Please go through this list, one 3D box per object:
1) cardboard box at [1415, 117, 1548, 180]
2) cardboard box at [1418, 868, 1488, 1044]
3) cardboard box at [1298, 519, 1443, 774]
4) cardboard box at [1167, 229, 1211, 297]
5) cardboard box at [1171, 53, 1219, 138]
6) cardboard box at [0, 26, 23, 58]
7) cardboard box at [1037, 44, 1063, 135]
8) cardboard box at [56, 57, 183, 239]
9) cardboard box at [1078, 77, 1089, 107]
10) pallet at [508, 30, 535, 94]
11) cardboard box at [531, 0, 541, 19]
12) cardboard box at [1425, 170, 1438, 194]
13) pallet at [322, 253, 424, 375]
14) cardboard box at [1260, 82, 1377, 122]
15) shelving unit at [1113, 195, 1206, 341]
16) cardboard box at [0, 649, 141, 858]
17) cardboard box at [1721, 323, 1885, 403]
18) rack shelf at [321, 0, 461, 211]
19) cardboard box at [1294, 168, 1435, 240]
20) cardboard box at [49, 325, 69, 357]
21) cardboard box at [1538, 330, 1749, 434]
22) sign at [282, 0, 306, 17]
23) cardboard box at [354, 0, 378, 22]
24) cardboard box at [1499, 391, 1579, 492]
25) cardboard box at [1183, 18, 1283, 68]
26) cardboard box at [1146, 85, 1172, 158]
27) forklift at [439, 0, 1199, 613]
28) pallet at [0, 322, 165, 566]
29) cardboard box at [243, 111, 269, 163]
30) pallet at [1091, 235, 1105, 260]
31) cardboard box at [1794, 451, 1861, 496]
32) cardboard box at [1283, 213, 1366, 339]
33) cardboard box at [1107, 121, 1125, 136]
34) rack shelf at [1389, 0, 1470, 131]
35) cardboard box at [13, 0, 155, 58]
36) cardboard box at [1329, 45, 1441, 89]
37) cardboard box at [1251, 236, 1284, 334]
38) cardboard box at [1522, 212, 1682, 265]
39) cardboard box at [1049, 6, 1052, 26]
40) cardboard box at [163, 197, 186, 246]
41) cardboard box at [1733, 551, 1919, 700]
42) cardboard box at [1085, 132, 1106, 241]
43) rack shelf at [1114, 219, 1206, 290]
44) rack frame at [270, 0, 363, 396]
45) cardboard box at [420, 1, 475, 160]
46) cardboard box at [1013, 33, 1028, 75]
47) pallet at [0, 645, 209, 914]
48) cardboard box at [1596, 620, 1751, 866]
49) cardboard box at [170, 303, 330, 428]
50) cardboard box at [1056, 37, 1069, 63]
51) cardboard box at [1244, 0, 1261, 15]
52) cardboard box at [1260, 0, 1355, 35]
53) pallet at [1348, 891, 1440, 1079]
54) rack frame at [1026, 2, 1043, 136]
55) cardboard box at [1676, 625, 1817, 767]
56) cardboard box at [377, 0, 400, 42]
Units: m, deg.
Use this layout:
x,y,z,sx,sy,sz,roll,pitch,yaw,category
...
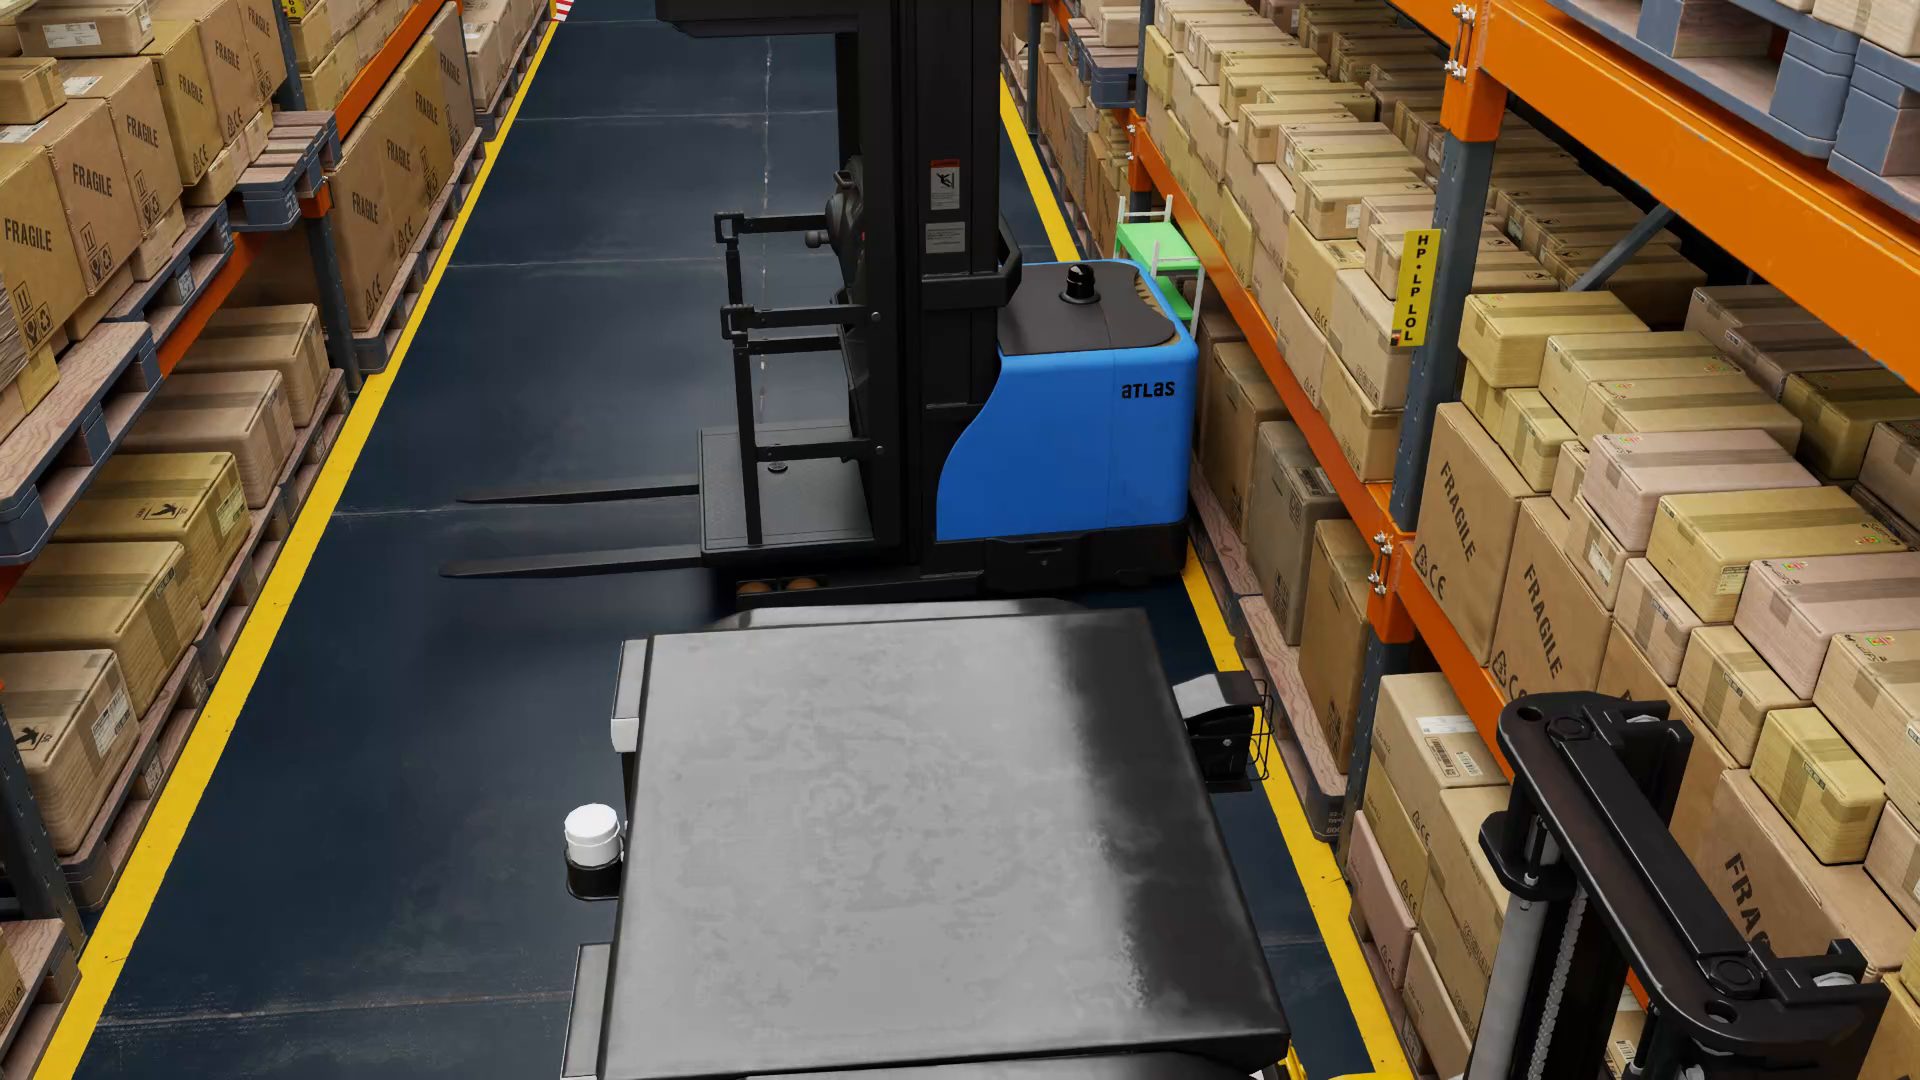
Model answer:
x,y,z,sx,sy,sz,roll,pitch,yaw,category
1.855,-1.394,5.929,0.380,0.149,0.250,-3,31,-5,cardboard box
1.528,1.075,4.310,0.500,0.250,0.500,-3,31,-5,cardboard box
1.681,0.344,5.655,0.875,0.625,0.625,-1,31,-2,cardboard box
1.412,-1.113,8.095,0.875,0.625,0.625,-2,31,-3,cardboard box
1.211,-1.928,7.212,0.500,0.250,0.500,-2,31,-3,cardboard box
-3.651,-1.606,6.216,0.500,0.500,0.500,-2,31,-4,cardboard box
0.815,-3.163,11.649,0.500,0.500,0.500,-1,31,-2,cardboard box
-3.098,-1.364,5.812,0.500,0.500,0.500,-4,31,-7,cardboard box
0.946,-2.840,10.475,0.380,0.149,0.250,-2,31,-3,cardboard box
-4.058,-3.893,13.562,1.003,0.211,1.213,-3,31,-5,pallet
-4.161,-4.865,14.558,0.875,0.438,0.875,-4,31,-6,cardboard box
1.875,-1.171,5.944,0.500,0.250,0.500,-3,31,-6,cardboard box
-3.573,-1.241,9.122,1.003,0.211,1.213,-3,31,-5,pallet
1.355,-1.630,6.323,0.380,0.149,0.250,-3,31,-5,cardboard box
0.848,-0.892,7.515,0.258,1.200,0.503,-4,34,-12,shelving unit
-3.252,0.690,5.322,0.950,0.372,0.625,-2,31,-4,cardboard box
2.054,-0.400,3.974,0.380,0.149,0.250,-4,31,-6,cardboard box
-3.761,-2.744,9.621,1.077,0.370,4.000,-3,31,-5,rack shelf
1.319,-1.101,5.438,0.380,0.149,0.250,-4,31,-6,cardboard box
-3.055,-0.629,5.213,0.380,0.149,0.250,-1,31,-1,cardboard box
1.607,-0.373,3.930,0.380,0.149,0.250,-2,31,-4,cardboard box
-3.035,-2.526,7.502,0.100,0.325,0.005,-3,31,-5,sign
-3.457,-2.972,8.959,0.500,0.250,0.500,-3,31,-5,cardboard box
1.534,-0.243,4.002,0.380,0.149,0.250,-2,31,-3,cardboard box
1.179,-2.150,7.194,0.380,0.149,0.250,-2,31,-3,cardboard box
1.165,-1.969,7.768,0.500,0.250,0.500,-3,31,-4,cardboard box
-0.616,-1.211,6.419,3.031,2.935,1.130,-4,31,-7,forklift
-3.127,-0.305,5.022,1.003,0.211,1.213,-3,31,-5,pallet
-3.144,-1.688,6.987,0.380,0.149,0.250,-3,31,-5,cardboard box
1.335,-1.458,9.484,1.003,0.211,1.213,-3,31,-5,pallet
2.101,-0.138,3.825,0.380,0.149,0.250,-2,31,-3,cardboard box
1.385,-0.881,5.458,0.500,0.250,0.500,-4,31,-6,cardboard box
1.052,-2.309,9.586,0.380,0.149,0.250,-2,31,-3,cardboard box
1.554,-2.230,5.834,1.077,0.370,4.000,-3,31,-5,rack shelf
-3.141,-1.840,5.975,0.380,0.149,0.250,-4,31,-7,cardboard box
1.738,-1.914,6.800,0.380,0.149,0.250,-3,31,-5,cardboard box
1.365,-0.921,6.014,0.500,0.250,0.500,-3,31,-4,cardboard box
1.949,-0.880,5.068,0.380,0.149,0.250,-4,31,-6,cardboard box
0.822,-3.634,11.515,0.380,0.149,0.250,-3,31,-5,cardboard box
-3.086,-1.161,6.104,0.380,0.149,0.250,-4,31,-6,cardboard box
1.675,0.152,3.050,0.380,0.149,0.250,-3,31,-5,cardboard box
1.026,-2.108,9.881,0.500,0.500,0.500,-1,31,-2,cardboard box
0.871,-1.238,7.286,0.258,0.148,0.480,-4,34,-12,rack shelf
-3.574,-2.032,7.727,1.000,3.000,0.127,-3,31,-5,rack frame
-3.811,-3.030,11.059,0.875,0.875,0.875,-2,31,-3,cardboard box
0.616,-3.773,12.898,0.396,0.266,0.258,-2,31,-3,cardboard box
-3.275,0.810,5.688,1.003,0.211,1.213,-3,31,-5,pallet
1.636,0.490,3.407,0.500,0.500,0.500,-3,31,-5,cardboard box
-3.532,-0.795,7.809,0.950,0.372,0.625,-5,31,-8,cardboard box
0.865,-3.366,11.356,0.380,0.149,0.250,-4,31,-6,cardboard box
1.475,-2.765,8.447,0.500,0.500,0.500,-1,31,-2,cardboard box
1.599,-2.437,7.674,0.380,0.149,0.250,-2,31,-3,cardboard box
1.773,1.376,4.741,1.003,0.211,1.213,-3,31,-5,pallet
0.993,-4.314,11.547,1.000,3.000,0.127,-3,31,-5,rack frame
1.600,0.279,3.127,0.380,0.149,0.250,-4,31,-6,cardboard box
-3.528,-3.011,9.512,0.500,0.250,0.500,-3,31,-5,cardboard box
